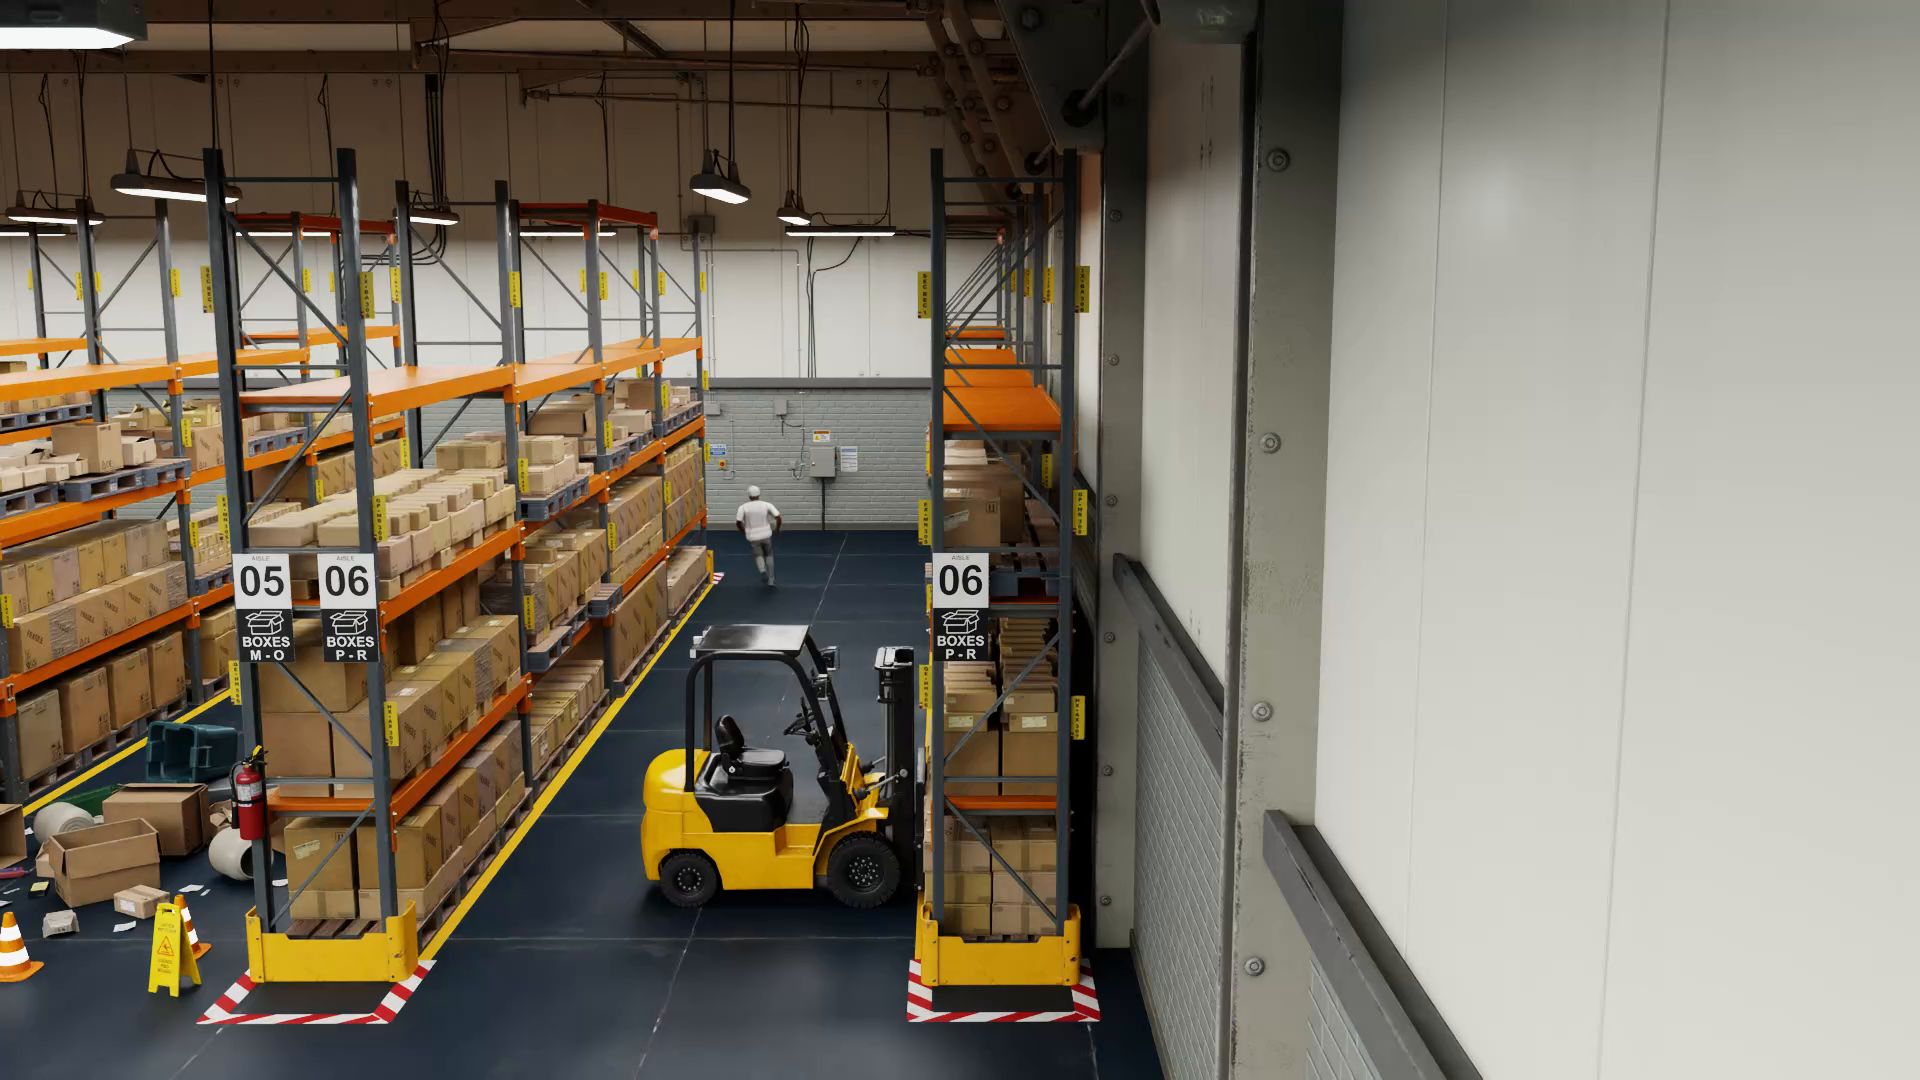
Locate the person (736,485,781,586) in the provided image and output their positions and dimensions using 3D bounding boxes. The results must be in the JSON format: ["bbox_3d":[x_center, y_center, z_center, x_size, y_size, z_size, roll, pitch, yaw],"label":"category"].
[{"bbox_3d":[-3.318,-0.044,27.449,0.740,1.722,0.667,-1,9,-9],"label":"person"}]
